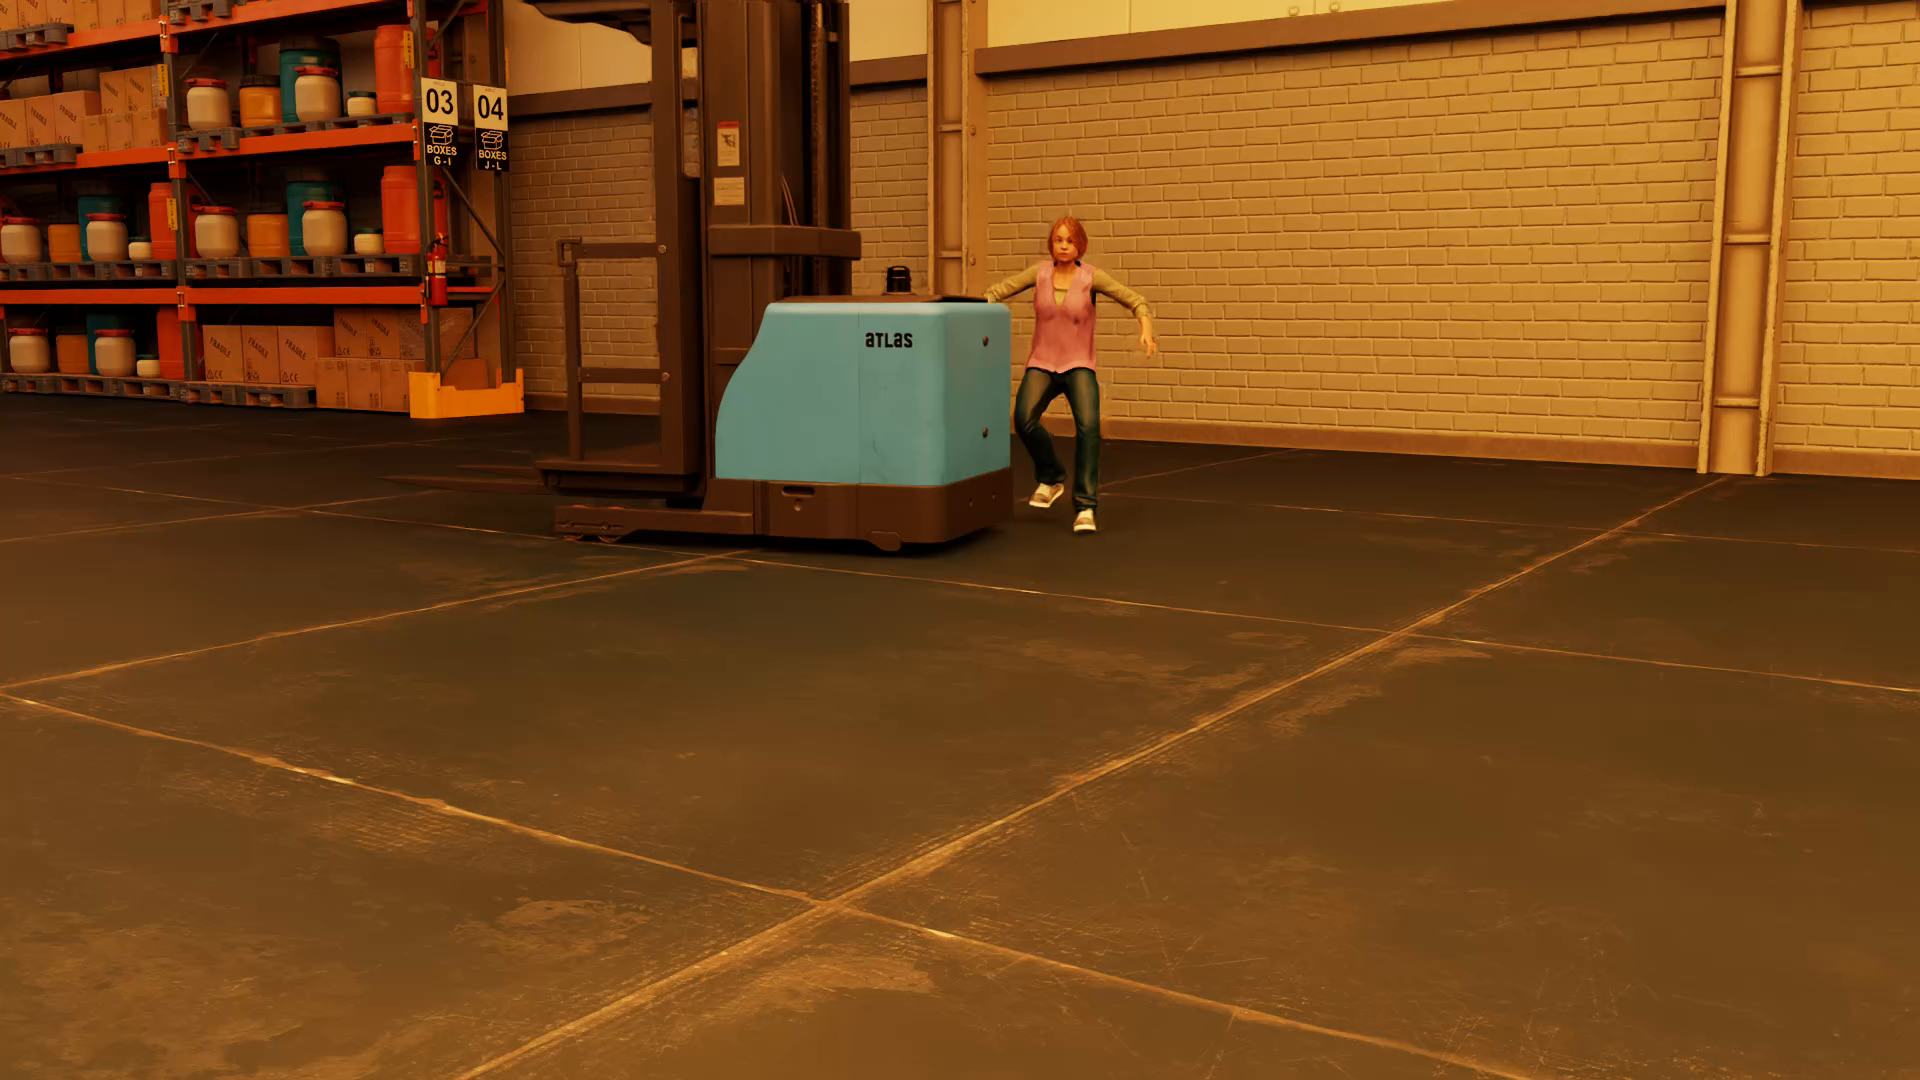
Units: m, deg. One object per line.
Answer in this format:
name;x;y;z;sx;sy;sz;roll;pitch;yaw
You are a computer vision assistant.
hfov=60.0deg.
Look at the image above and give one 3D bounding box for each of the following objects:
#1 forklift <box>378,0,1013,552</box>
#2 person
forklift;-1.320;-1.504;7.771;3.031;2.935;1.130;3;9;20
person;0.485;-0.803;7.944;0.887;1.476;0.682;2;8;15
